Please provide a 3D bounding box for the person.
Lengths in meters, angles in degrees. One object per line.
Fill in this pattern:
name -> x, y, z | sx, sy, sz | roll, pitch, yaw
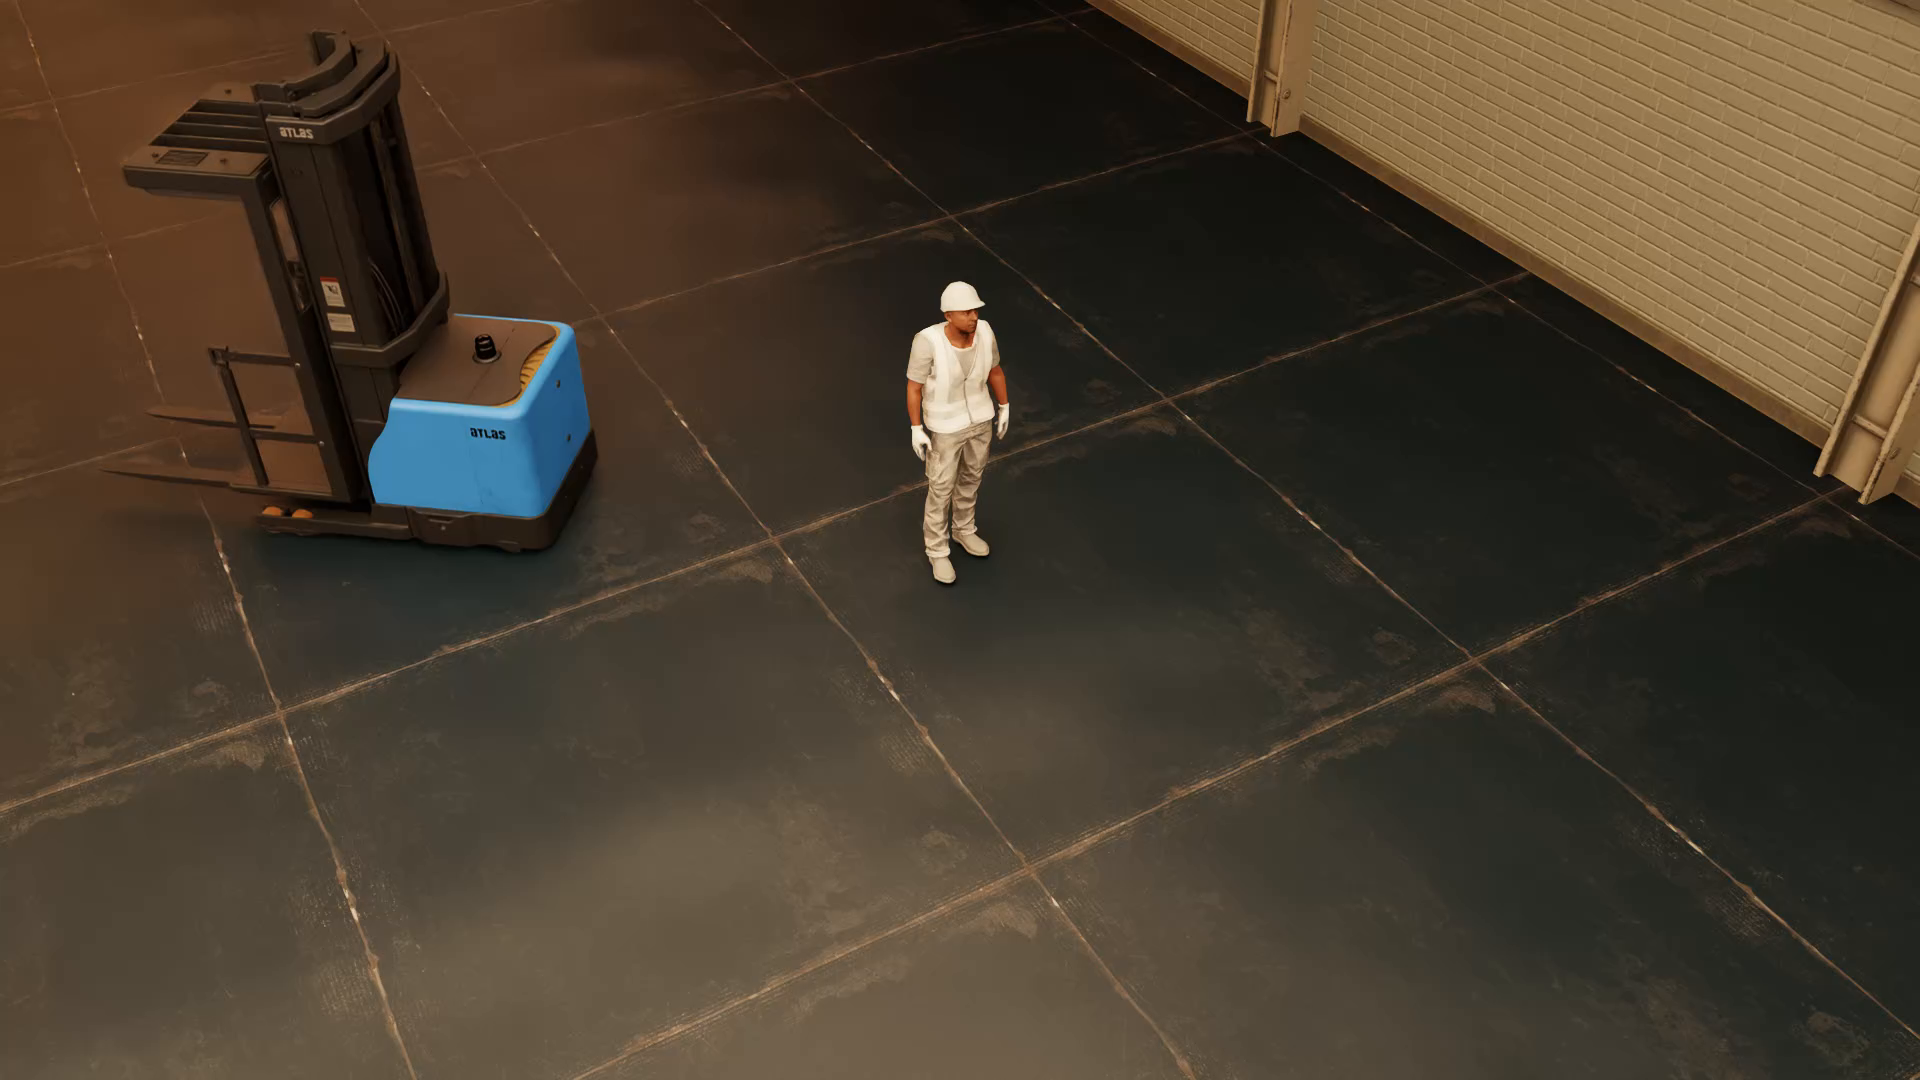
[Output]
person -> 0.030, -0.649, 9.707 | 0.656, 1.784, 0.575 | -20, 44, -23

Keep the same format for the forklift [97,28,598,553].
forklift -> -3.927, -1.480, 9.821 | 3.031, 2.935, 1.130 | 5, 40, 7
